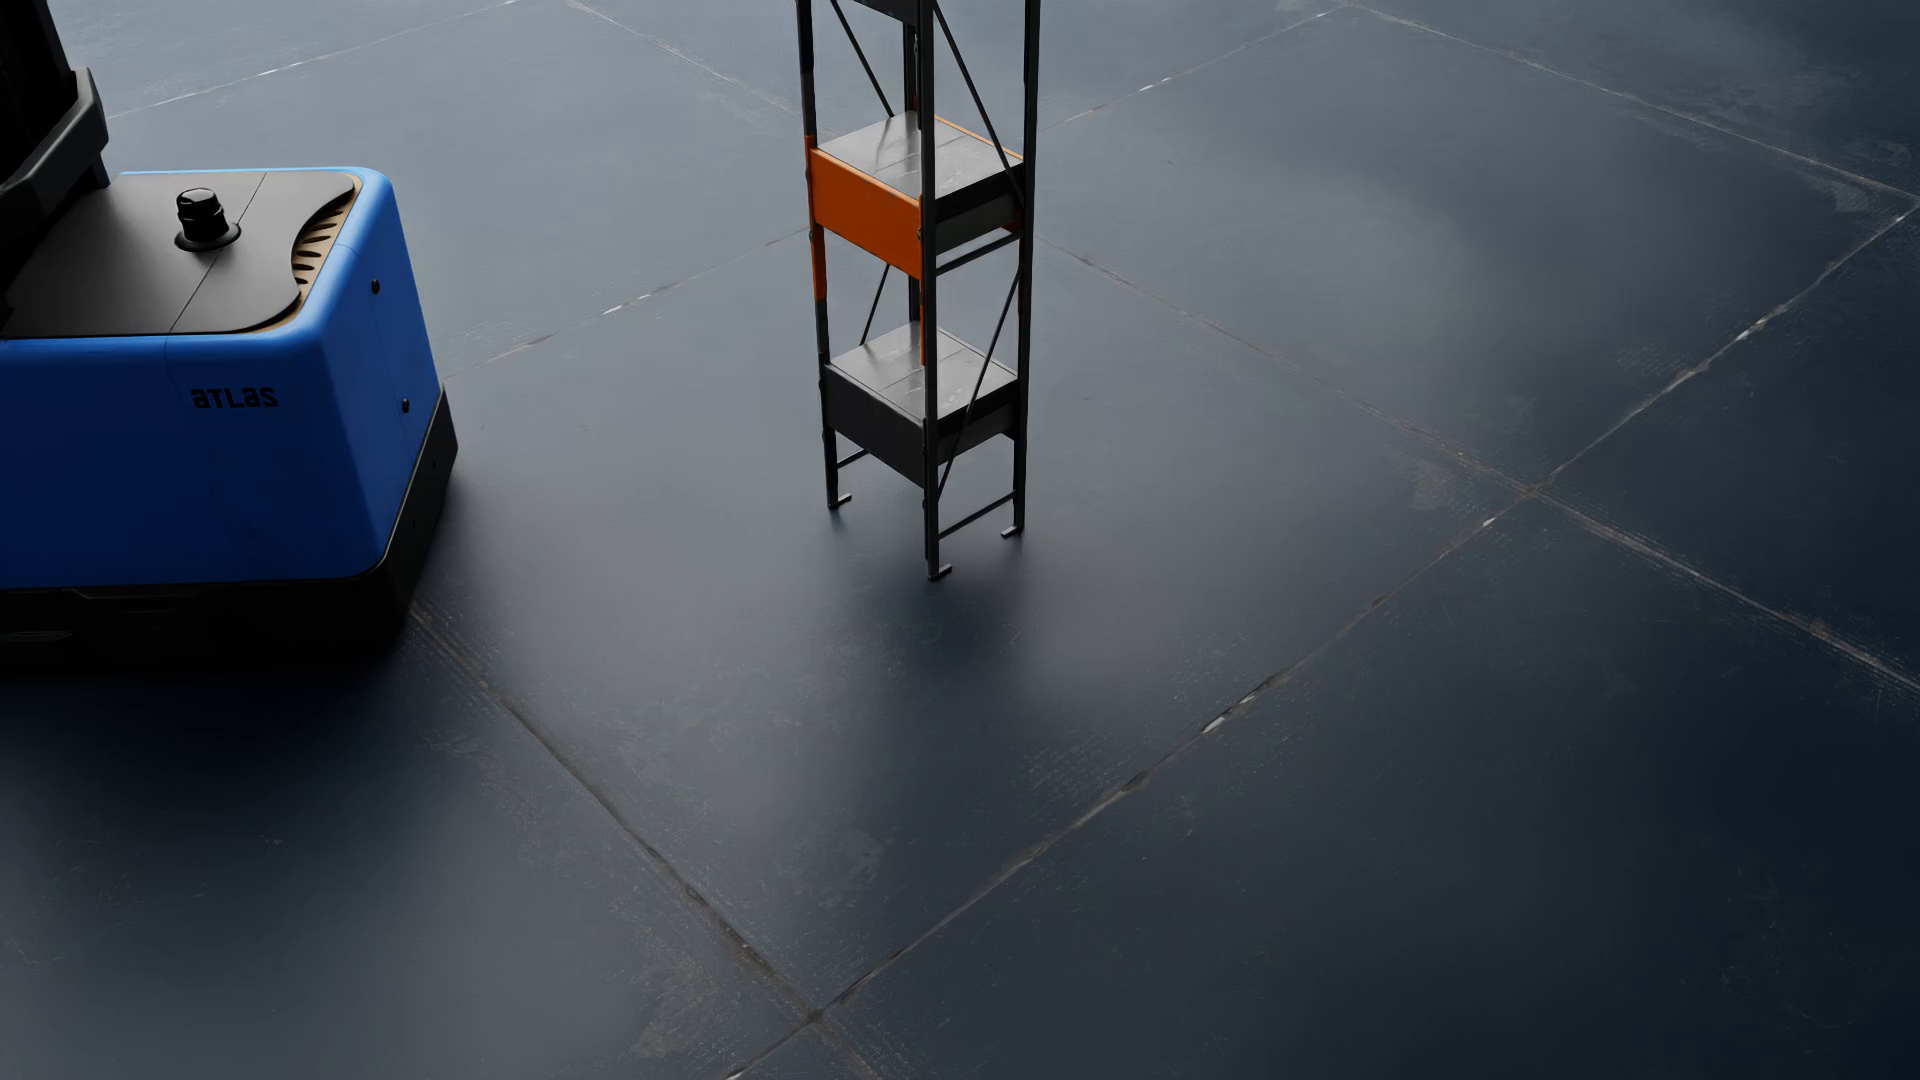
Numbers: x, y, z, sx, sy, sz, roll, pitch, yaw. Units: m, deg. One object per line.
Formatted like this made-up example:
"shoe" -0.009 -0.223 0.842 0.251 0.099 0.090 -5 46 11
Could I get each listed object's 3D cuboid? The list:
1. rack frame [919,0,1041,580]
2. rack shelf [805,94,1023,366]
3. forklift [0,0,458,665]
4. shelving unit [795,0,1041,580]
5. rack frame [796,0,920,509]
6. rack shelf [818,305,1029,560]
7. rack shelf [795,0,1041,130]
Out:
"rack frame" 0.053 -0.781 4.545 0.400 2.100 0.015 -30 48 -32
"rack shelf" -0.112 -0.883 4.694 0.431 0.518 0.480 -30 48 -32
"forklift" -3.153 -1.069 4.241 3.031 2.935 1.130 -2 39 -2
"shelving unit" -0.112 -0.893 4.685 0.431 2.100 0.503 -30 48 -32
"rack frame" -0.277 -1.006 4.825 0.400 2.100 0.015 -30 48 -32
"rack shelf" -0.112 -0.338 5.134 0.431 0.518 0.480 -30 48 -32
"rack shelf" -0.112 -1.427 4.254 0.431 0.518 0.480 -30 48 -32
